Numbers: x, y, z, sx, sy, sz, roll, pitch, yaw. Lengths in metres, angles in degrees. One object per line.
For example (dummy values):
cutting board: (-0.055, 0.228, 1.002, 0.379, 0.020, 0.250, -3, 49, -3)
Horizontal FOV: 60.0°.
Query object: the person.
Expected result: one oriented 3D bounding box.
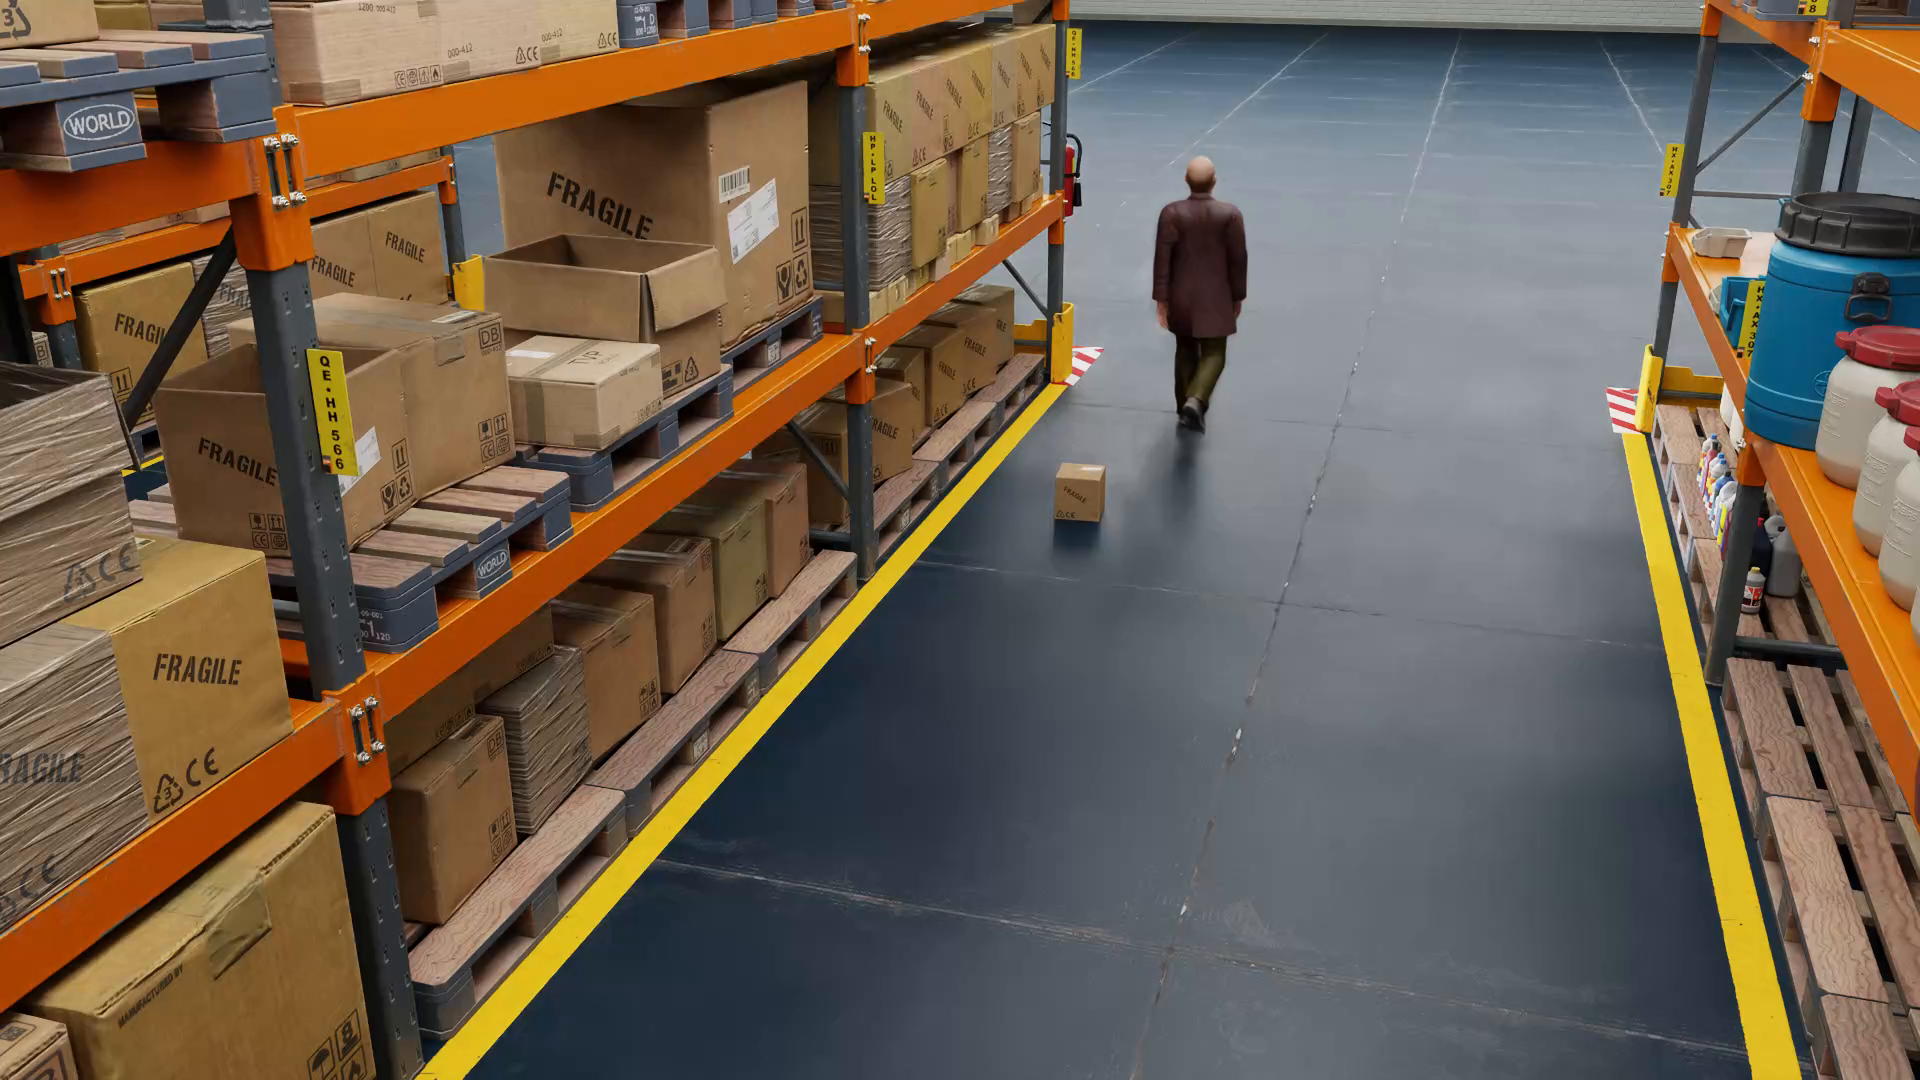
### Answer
person: (1.497, -1.516, 10.413, 0.574, 1.748, 0.932, 7, 23, 18)
